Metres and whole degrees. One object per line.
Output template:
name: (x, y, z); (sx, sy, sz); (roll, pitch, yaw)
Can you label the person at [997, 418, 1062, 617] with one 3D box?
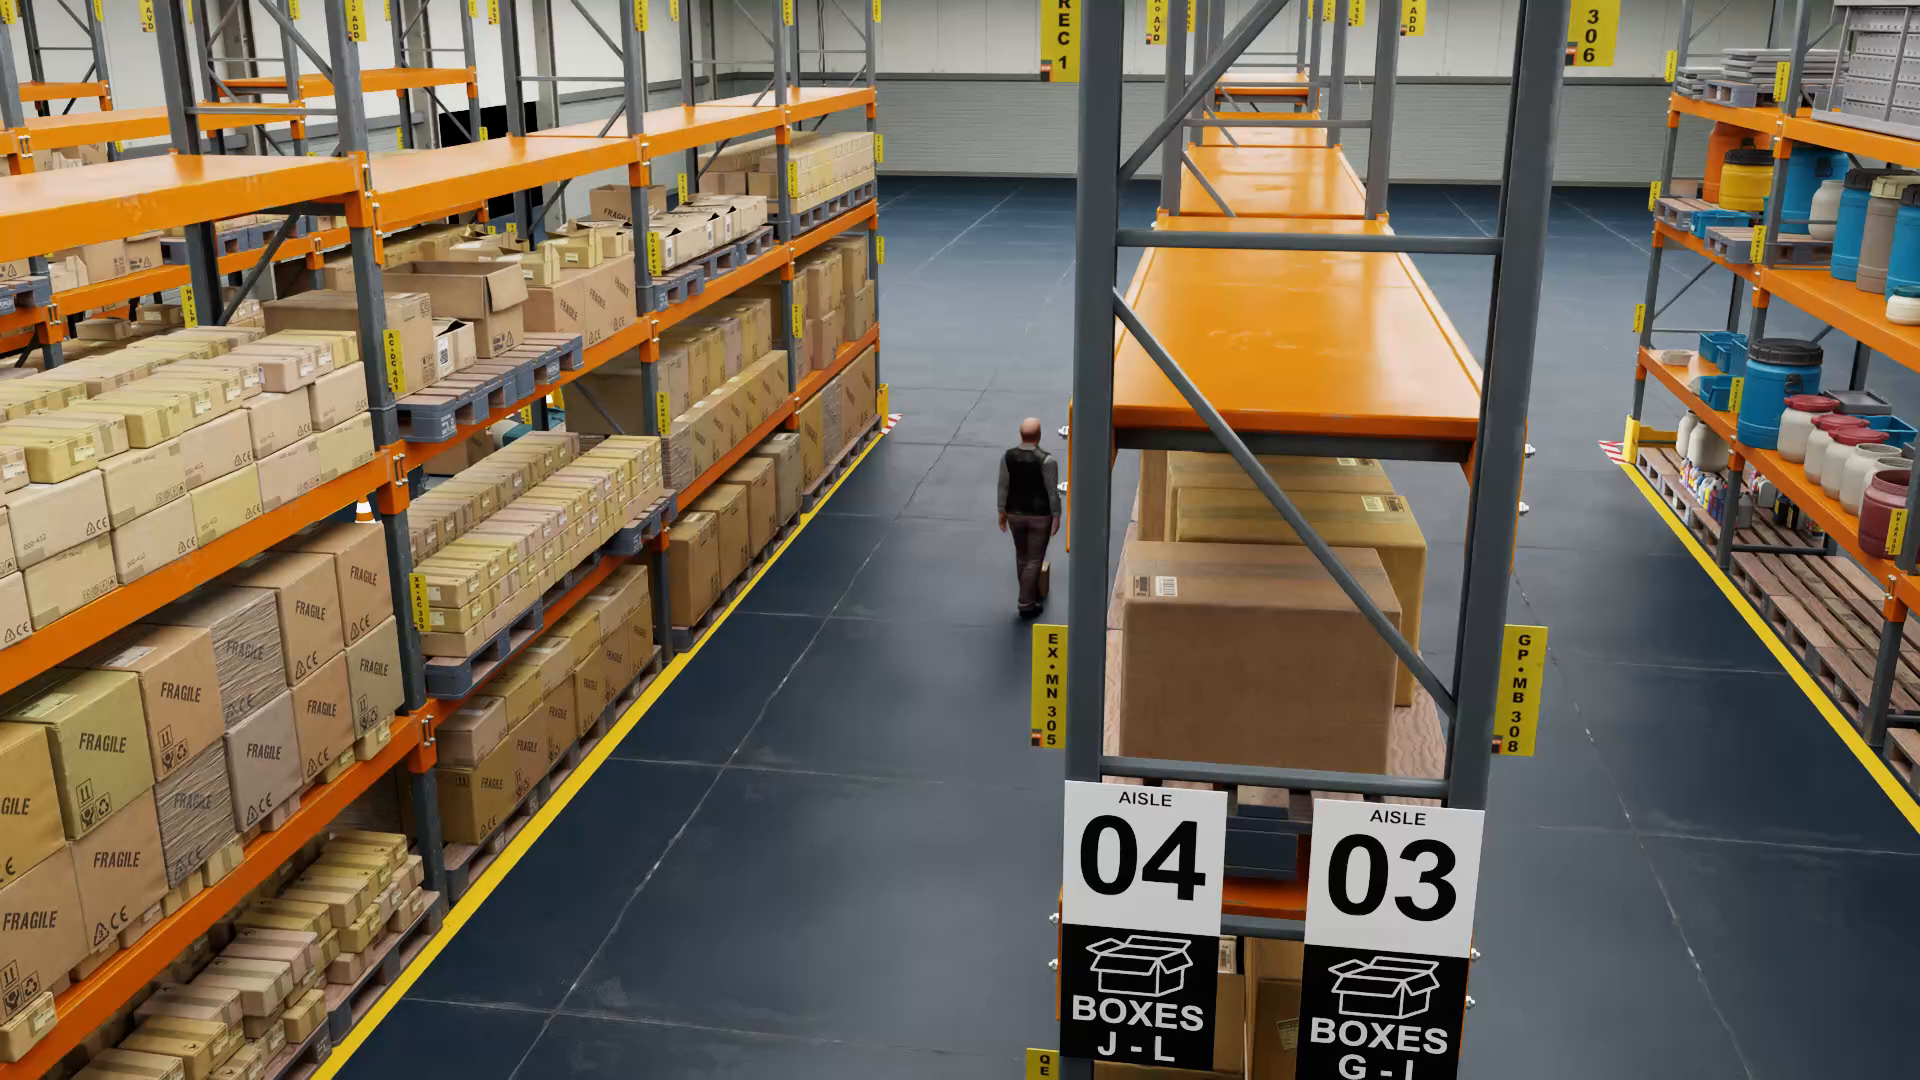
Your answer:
person: (0.649, -0.228, 14.250); (0.552, 1.715, 0.660); (9, 20, 27)
